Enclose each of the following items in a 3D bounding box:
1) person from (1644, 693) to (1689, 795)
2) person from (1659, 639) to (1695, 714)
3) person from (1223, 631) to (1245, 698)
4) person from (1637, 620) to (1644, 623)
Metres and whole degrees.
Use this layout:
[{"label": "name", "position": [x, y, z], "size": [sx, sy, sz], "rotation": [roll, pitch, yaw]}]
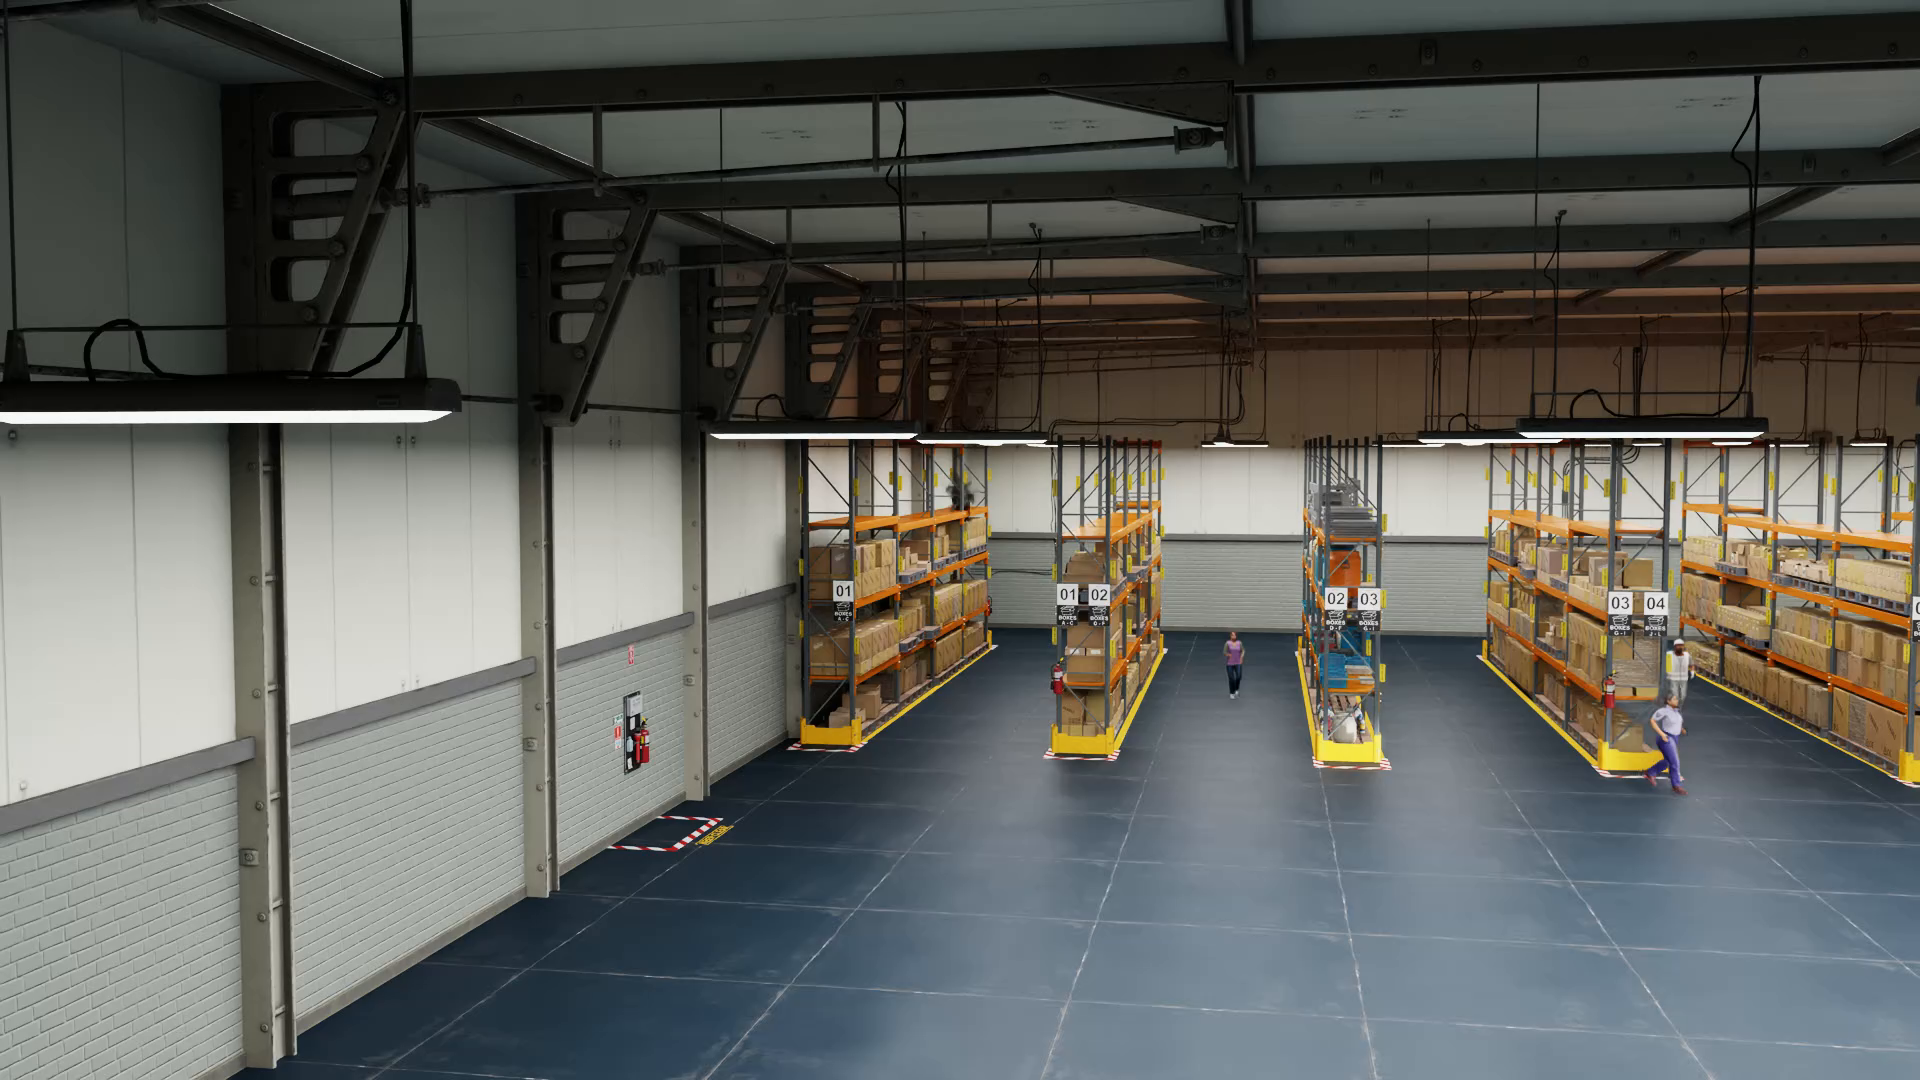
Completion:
[{"label": "person", "position": [11.890, 3.394, 27.932], "size": [0.631, 1.636, 0.831], "rotation": [-3, 4, -44]}, {"label": "person", "position": [15.123, 2.954, 34.982], "size": [0.690, 1.744, 0.581], "rotation": [0, 3, 3]}, {"label": "person", "position": [6.292, 2.864, 38.126], "size": [0.520, 1.560, 0.570], "rotation": [0, 3, 2]}, {"label": "person", "position": [18.397, 2.464, 45.077], "size": [0.876, 1.622, 0.624], "rotation": [-2, 4, -35]}]
